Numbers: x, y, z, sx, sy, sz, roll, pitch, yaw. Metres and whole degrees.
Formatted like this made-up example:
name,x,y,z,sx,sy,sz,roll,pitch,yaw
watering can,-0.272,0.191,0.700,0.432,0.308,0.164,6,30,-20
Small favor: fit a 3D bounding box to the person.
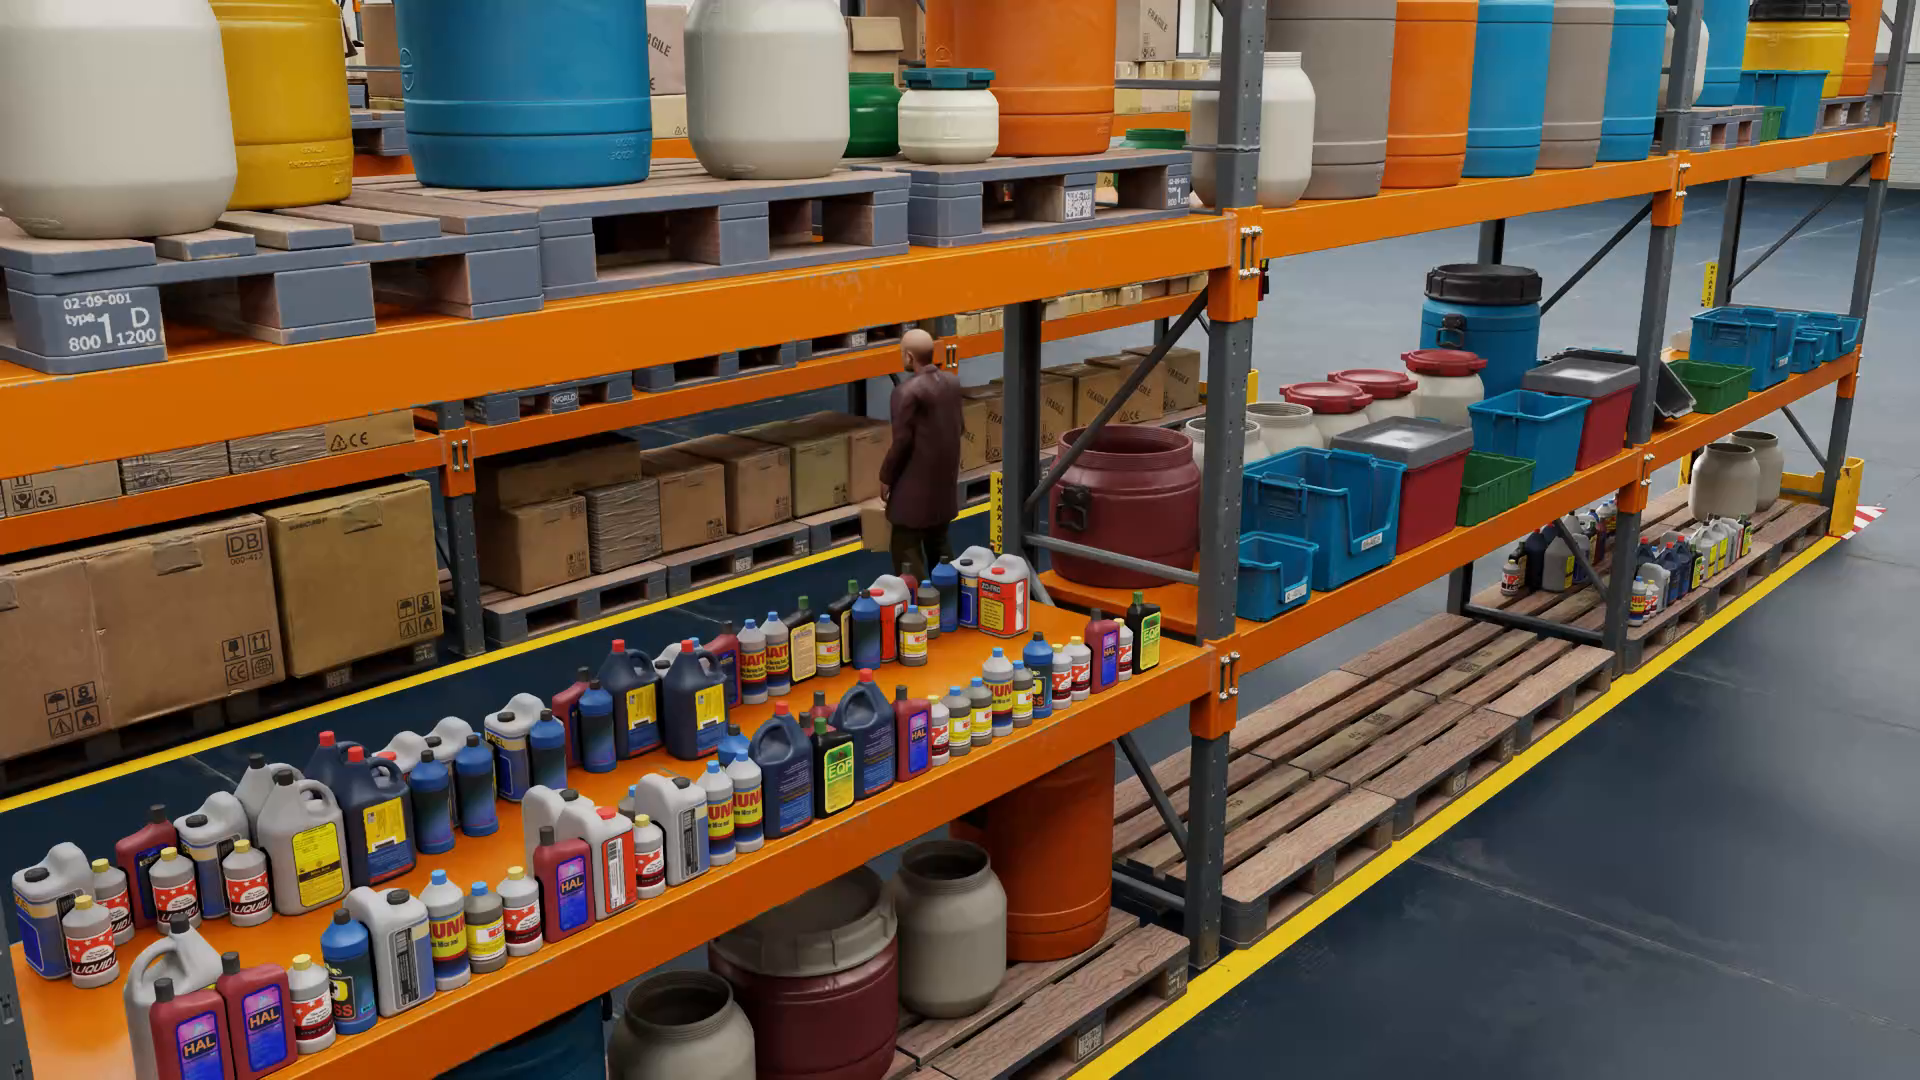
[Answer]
name,x,y,z,sx,sy,sz,roll,pitch,yaw
person,-0.224,-0.348,9.722,0.424,1.778,0.589,14,21,38
